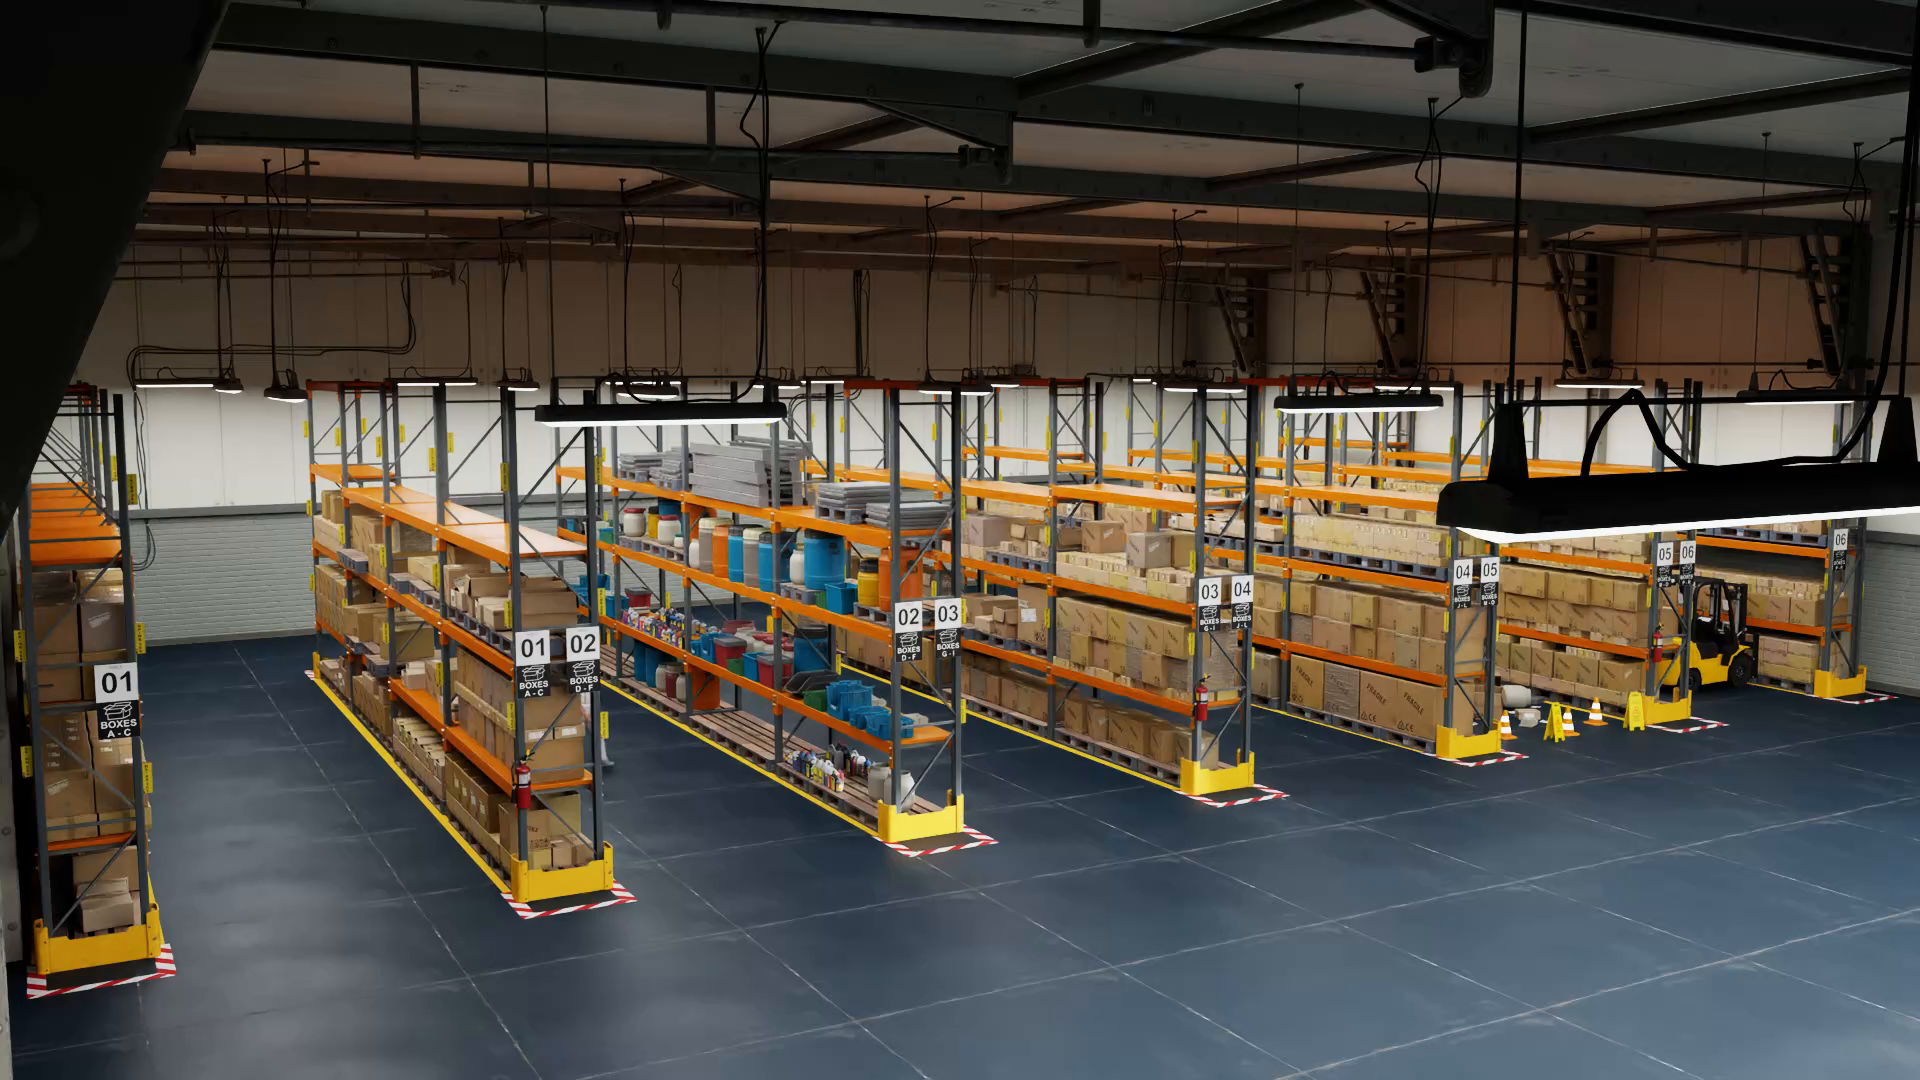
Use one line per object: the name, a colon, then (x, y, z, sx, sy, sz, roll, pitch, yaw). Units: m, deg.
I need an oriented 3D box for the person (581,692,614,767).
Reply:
person: (-5.827, 2.710, 26.064, 1.118, 1.683, 0.514, 5, 8, 42)

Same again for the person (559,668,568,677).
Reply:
person: (-7.560, 2.161, 31.934, 0.536, 1.570, 0.738, -2, 6, -17)
